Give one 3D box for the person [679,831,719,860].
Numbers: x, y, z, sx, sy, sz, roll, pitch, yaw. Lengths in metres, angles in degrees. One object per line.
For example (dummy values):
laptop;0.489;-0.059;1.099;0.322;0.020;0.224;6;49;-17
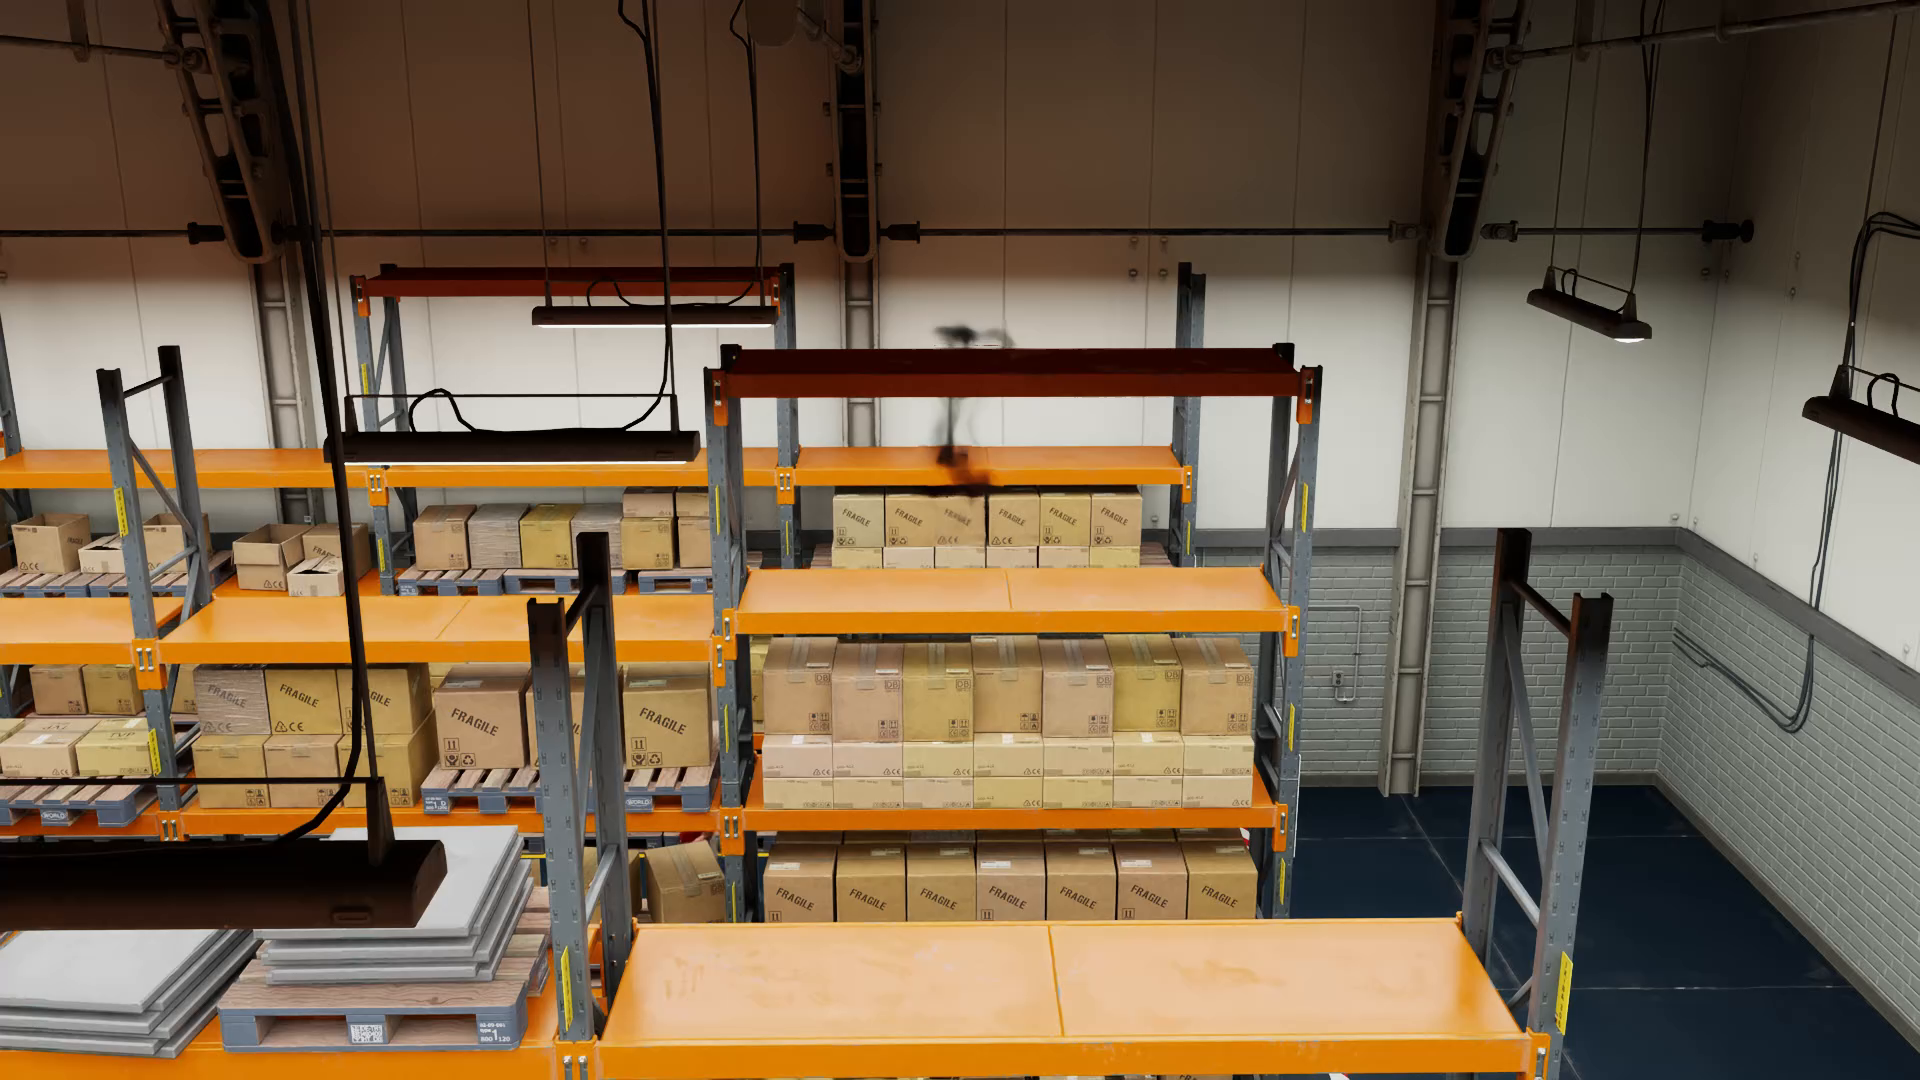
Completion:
person;-2.381;2.914;15.550;0.605;1.698;0.685;-2;16;-7
